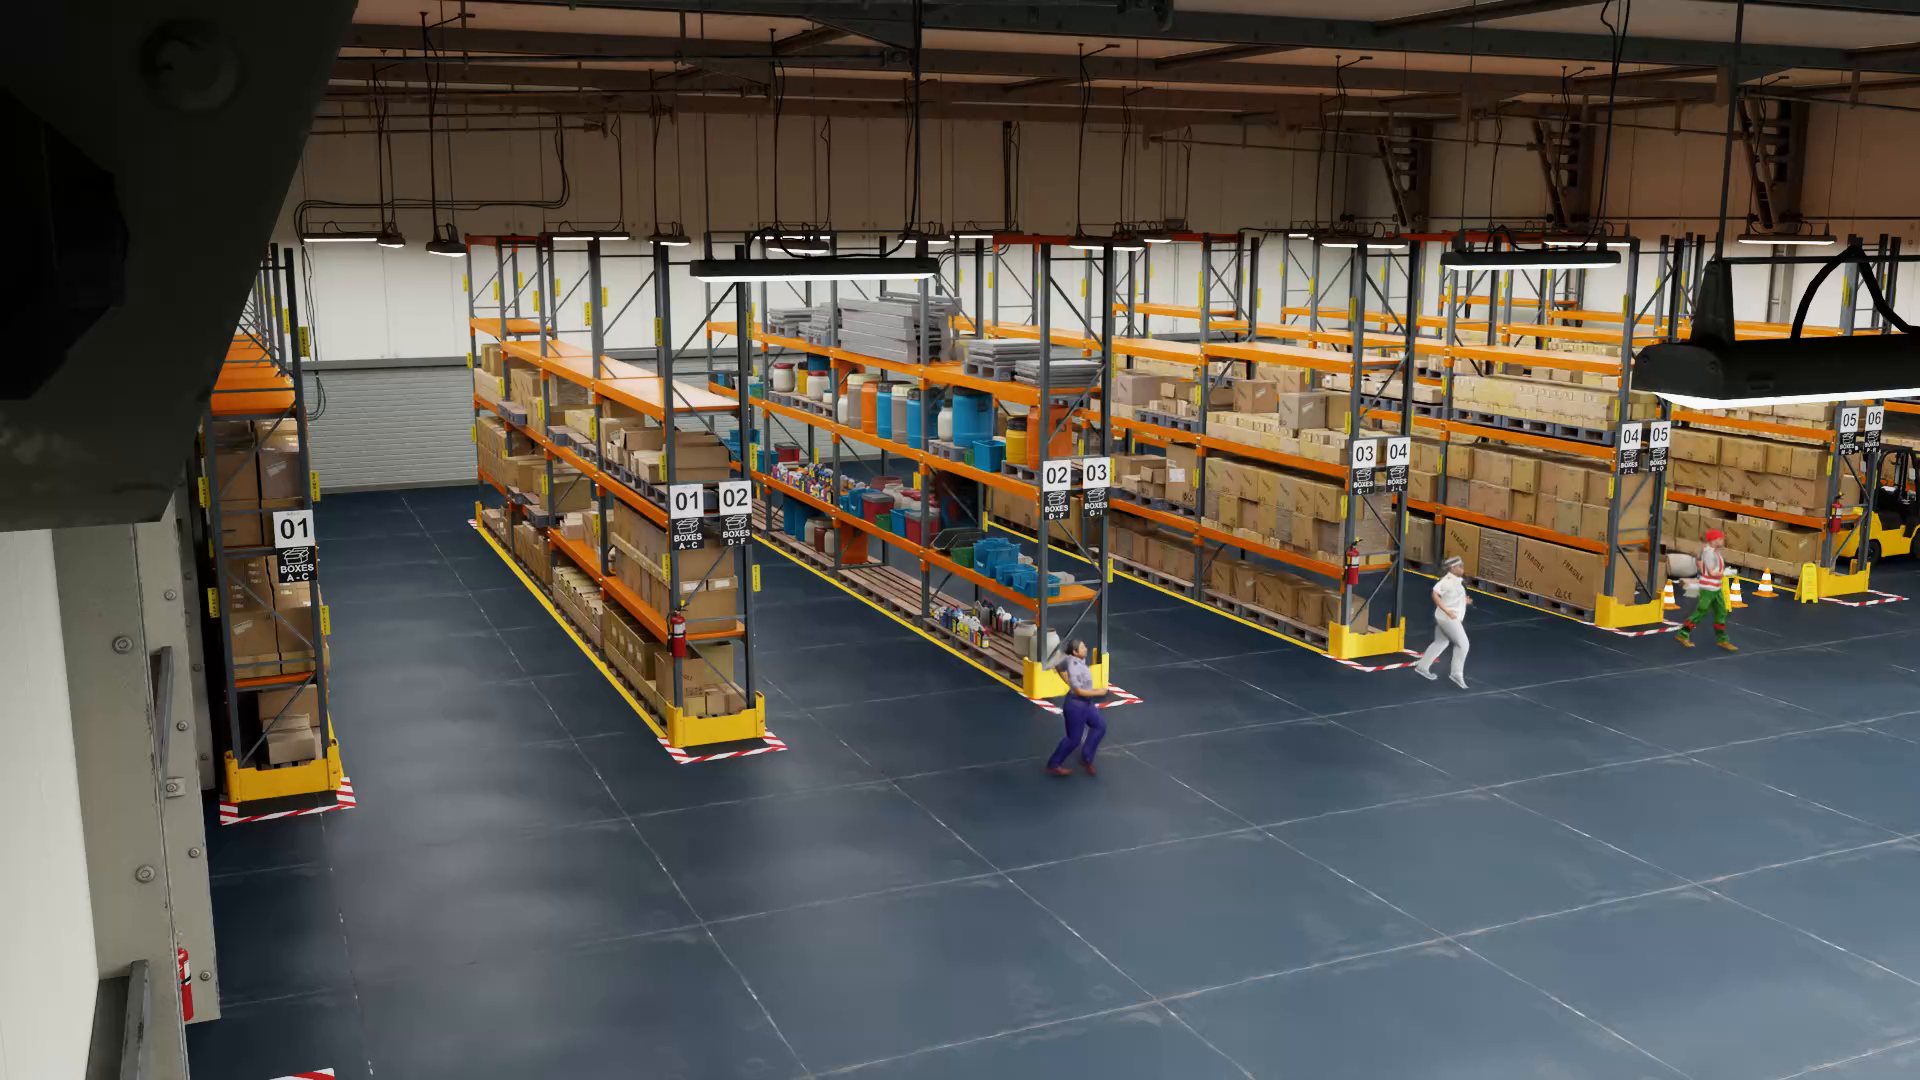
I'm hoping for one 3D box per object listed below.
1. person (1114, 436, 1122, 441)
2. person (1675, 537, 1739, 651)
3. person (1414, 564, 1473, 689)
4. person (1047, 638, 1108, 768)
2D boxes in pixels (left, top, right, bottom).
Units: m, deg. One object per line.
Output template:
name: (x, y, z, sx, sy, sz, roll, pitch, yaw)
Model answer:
person: (3.840, -2.570, 41.988, 0.852, 1.661, 0.781, 3, 11, 14)
person: (11.064, 0.753, 24.497, 0.865, 1.755, 0.667, 6, 13, 29)
person: (6.656, 1.132, 22.823, 0.747, 1.802, 0.676, 3, 11, 16)
person: (1.352, 1.857, 19.020, 0.686, 1.527, 0.610, 1, 11, 6)
